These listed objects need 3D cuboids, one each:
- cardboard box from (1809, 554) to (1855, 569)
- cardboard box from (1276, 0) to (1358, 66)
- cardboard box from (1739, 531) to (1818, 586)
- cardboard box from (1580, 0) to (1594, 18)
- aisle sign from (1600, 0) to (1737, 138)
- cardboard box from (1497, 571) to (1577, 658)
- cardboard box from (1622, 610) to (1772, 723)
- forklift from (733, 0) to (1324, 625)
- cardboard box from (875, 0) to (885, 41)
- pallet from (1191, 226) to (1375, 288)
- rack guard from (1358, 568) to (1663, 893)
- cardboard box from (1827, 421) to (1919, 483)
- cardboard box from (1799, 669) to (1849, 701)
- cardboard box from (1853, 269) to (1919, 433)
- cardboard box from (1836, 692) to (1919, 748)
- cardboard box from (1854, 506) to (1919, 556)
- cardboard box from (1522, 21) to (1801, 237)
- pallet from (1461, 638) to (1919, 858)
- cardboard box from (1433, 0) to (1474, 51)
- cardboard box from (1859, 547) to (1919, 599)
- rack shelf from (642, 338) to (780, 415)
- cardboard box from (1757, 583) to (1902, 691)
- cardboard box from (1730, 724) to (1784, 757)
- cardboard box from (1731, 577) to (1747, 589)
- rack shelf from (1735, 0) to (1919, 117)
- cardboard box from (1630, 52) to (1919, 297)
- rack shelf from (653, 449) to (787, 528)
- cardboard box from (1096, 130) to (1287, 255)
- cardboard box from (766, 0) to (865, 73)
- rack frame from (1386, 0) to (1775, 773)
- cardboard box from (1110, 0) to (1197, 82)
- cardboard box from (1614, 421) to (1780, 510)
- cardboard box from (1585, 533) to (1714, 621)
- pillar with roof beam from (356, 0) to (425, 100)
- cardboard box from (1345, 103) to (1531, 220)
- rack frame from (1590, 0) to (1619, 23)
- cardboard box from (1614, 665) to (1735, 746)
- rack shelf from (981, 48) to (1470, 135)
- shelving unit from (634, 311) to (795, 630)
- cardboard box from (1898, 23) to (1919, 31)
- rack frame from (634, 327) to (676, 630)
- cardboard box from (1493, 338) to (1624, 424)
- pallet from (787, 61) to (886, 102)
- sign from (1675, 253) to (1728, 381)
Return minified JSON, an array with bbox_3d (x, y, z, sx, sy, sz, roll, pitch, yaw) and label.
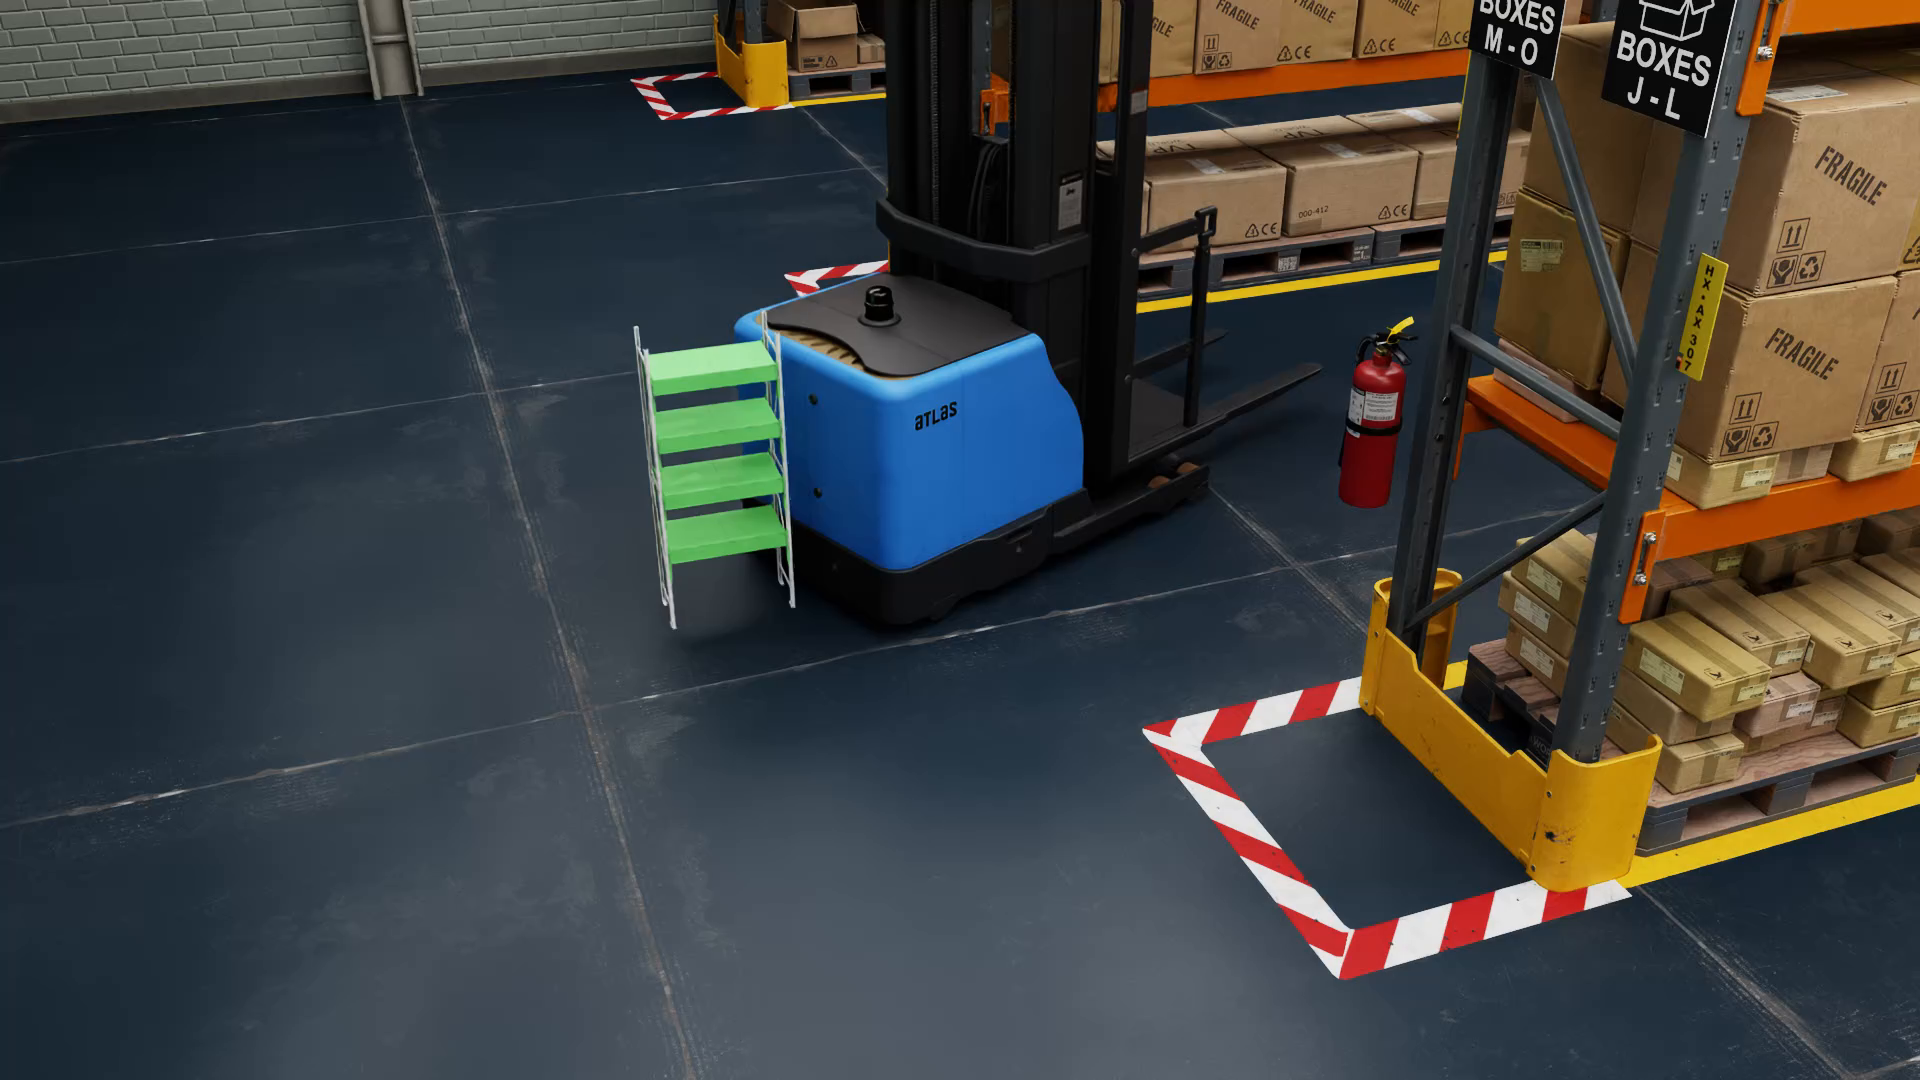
[{"bbox_3d":[3.119,0.057,6.275,0.250,0.149,0.380,-10,31,-17],"label":"cardboard box"},{"bbox_3d":[1.897,-3.007,9.396,0.500,0.500,0.500,-9,31,-16],"label":"cardboard box"},{"bbox_3d":[2.883,-0.008,6.088,0.250,0.149,0.380,-12,32,-20],"label":"cardboard box"},{"bbox_3d":[4.189,-3.319,10.196,0.500,0.250,0.500,-11,32,-19],"label":"cardboard box"},{"bbox_3d":[1.793,-1.438,4.119,0.004,0.787,0.394,-10,31,-18],"label":"aisle sign"},{"bbox_3d":[2.152,0.243,5.949,0.250,0.149,0.380,-11,32,-19],"label":"cardboard box"},{"bbox_3d":[2.366,0.404,5.365,0.250,0.149,0.380,-12,32,-20],"label":"cardboard box"},{"bbox_3d":[0.495,-1.559,7.025,3.031,2.935,1.130,-25,38,-37],"label":"forklift"},{"bbox_3d":[-0.377,-4.330,13.920,0.500,0.500,0.700,-9,31,-16],"label":"cardboard box"},{"bbox_3d":[1.800,-1.911,10.391,1.213,0.211,1.003,-10,31,-18],"label":"pallet"},{"bbox_3d":[1.828,0.612,5.670,0.348,0.500,1.175,-10,31,-18],"label":"rack guard"},{"bbox_3d":[2.670,-0.340,5.071,0.250,0.149,0.380,-11,32,-19],"label":"cardboard box"},{"bbox_3d":[2.812,0.391,5.689,0.250,0.149,0.380,-10,31,-17],"label":"cardboard box"},{"bbox_3d":[2.767,-0.687,5.024,0.500,0.500,0.500,-10,31,-18],"label":"cardboard box"},{"bbox_3d":[3.084,0.531,5.743,0.250,0.149,0.380,-10,31,-17],"label":"cardboard box"},{"bbox_3d":[3.401,-0.074,6.204,0.250,0.149,0.380,-11,32,-19],"label":"cardboard box"},{"bbox_3d":[2.099,-1.262,5.024,0.500,0.500,0.500,-11,31,-19],"label":"cardboard box"},{"bbox_3d":[2.602,0.614,5.959,1.213,0.211,1.003,-10,31,-18],"label":"pallet"},{"bbox_3d":[2.859,-3.184,9.707,0.500,0.500,0.500,-11,32,-19],"label":"cardboard box"},{"bbox_3d":[3.330,0.192,5.737,0.250,0.149,0.380,-9,31,-16],"label":"cardboard box"},{"bbox_3d":[-0.946,-0.622,6.289,0.480,0.148,0.258,-10,31,-16],"label":"rack shelf"},{"bbox_3d":[2.864,0.317,5.518,0.250,0.149,0.380,-11,31,-18],"label":"cardboard box"},{"bbox_3d":[2.576,0.570,5.674,0.250,0.149,0.380,-11,31,-18],"label":"cardboard box"},{"bbox_3d":[2.638,0.152,6.108,0.250,0.149,0.380,-12,32,-20],"label":"cardboard box"},{"bbox_3d":[3.631,-1.797,5.070,4.000,0.370,1.077,-10,31,-18],"label":"rack shelf"},{"bbox_3d":[2.270,-1.022,4.602,0.500,0.500,0.500,-11,31,-18],"label":"cardboard box"},{"bbox_3d":[-0.946,-0.205,6.527,0.480,0.148,0.258,-10,31,-16],"label":"rack shelf"},{"bbox_3d":[1.375,-2.131,10.125,0.875,0.438,0.875,-10,31,-16],"label":"cardboard box"},{"bbox_3d":[-1.192,-4.201,13.692,0.637,0.503,0.797,-12,32,-20],"label":"cardboard box"},{"bbox_3d":[1.757,-0.461,5.028,0.127,3.000,1.000,-10,31,-18],"label":"rack frame"},{"bbox_3d":[0.950,-2.833,9.092,0.500,0.500,0.500,-11,31,-18],"label":"cardboard box"},{"bbox_3d":[2.175,-0.255,4.922,0.250,0.149,0.380,-11,31,-18],"label":"cardboard box"},{"bbox_3d":[2.420,0.111,5.879,0.250,0.149,0.380,-10,31,-17],"label":"cardboard box"},{"bbox_3d":[-3.139,-5.604,7.996,0.400,9.000,9.100,-10,31,-18],"label":"pillar with roof beam"},{"bbox_3d":[3.059,-2.441,10.668,0.875,0.438,0.875,-11,31,-18],"label":"cardboard box"},{"bbox_3d":[3.685,-3.430,10.241,0.127,3.000,1.000,-10,31,-18],"label":"rack frame"},{"bbox_3d":[2.337,0.495,5.506,0.250,0.149,0.380,-9,31,-16],"label":"cardboard box"},{"bbox_3d":[1.810,-2.772,9.813,4.000,0.370,1.077,-10,31,-18],"label":"rack shelf"},{"bbox_3d":[-0.946,-0.260,6.495,0.503,1.200,0.258,-10,31,-16],"label":"shelving unit"},{"bbox_3d":[3.058,-1.444,5.342,0.500,0.500,0.500,-9,31,-15],"label":"cardboard box"},{"bbox_3d":[-1.177,-0.222,6.427,0.015,1.200,0.240,-10,31,-16],"label":"rack frame"},{"bbox_3d":[1.964,-0.539,5.420,0.250,0.149,0.380,-10,31,-18],"label":"cardboard box"},{"bbox_3d":[-0.980,-3.982,14.026,1.213,0.211,1.003,-10,31,-18],"label":"pallet"},{"bbox_3d":[1.946,-0.585,4.372,0.005,0.325,0.100,-10,31,-18],"label":"sign"}]
